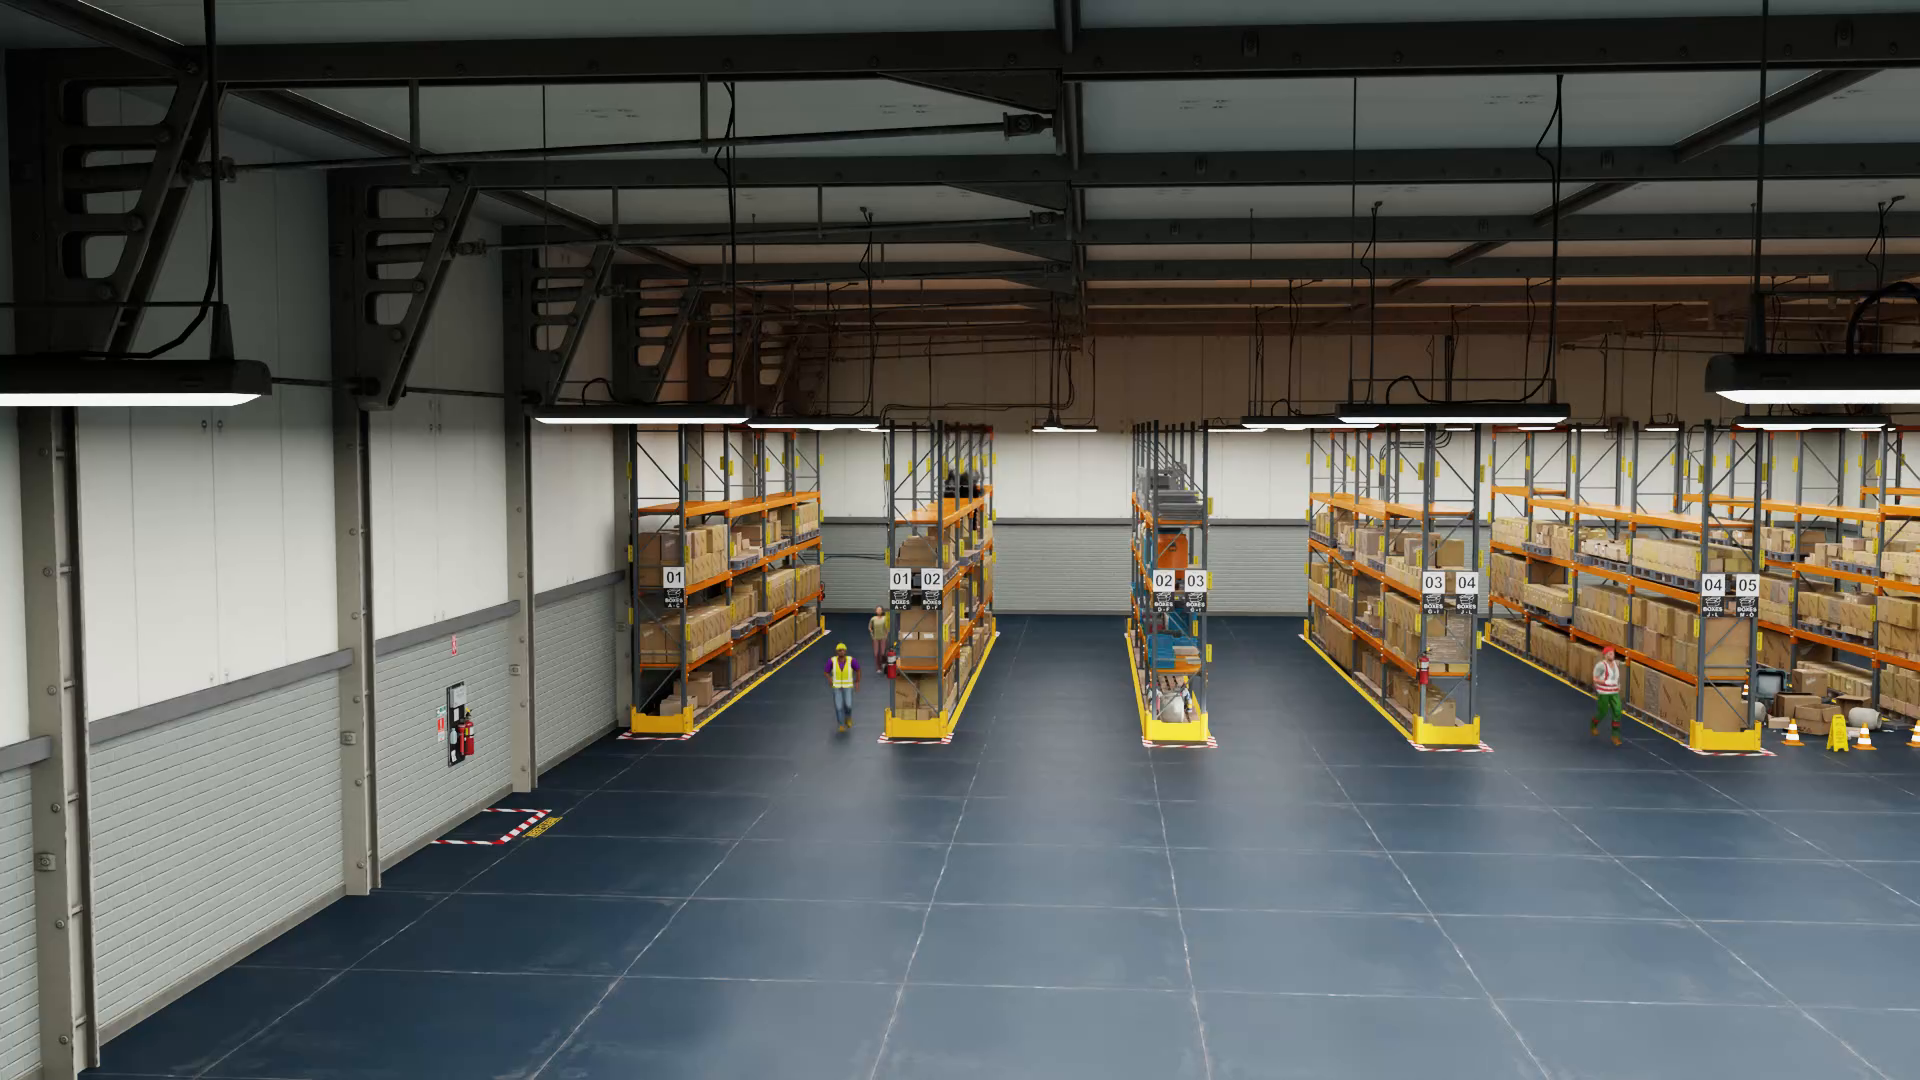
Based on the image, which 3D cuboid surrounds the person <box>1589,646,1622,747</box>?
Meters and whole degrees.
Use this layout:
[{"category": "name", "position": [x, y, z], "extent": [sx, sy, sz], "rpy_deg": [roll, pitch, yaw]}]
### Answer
[{"category": "person", "position": [12.020, 2.886, 30.939], "extent": [0.690, 1.848, 0.913], "rpy_deg": [-1, 4, -18]}]

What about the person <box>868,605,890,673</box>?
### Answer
[{"category": "person", "position": [-1.930, 2.382, 39.909], "extent": [0.576, 1.622, 0.555], "rpy_deg": [0, 4, 4]}]

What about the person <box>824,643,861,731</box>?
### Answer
[{"category": "person", "position": [-2.263, 2.839, 31.980], "extent": [0.720, 1.716, 0.596], "rpy_deg": [0, 4, -3]}]
